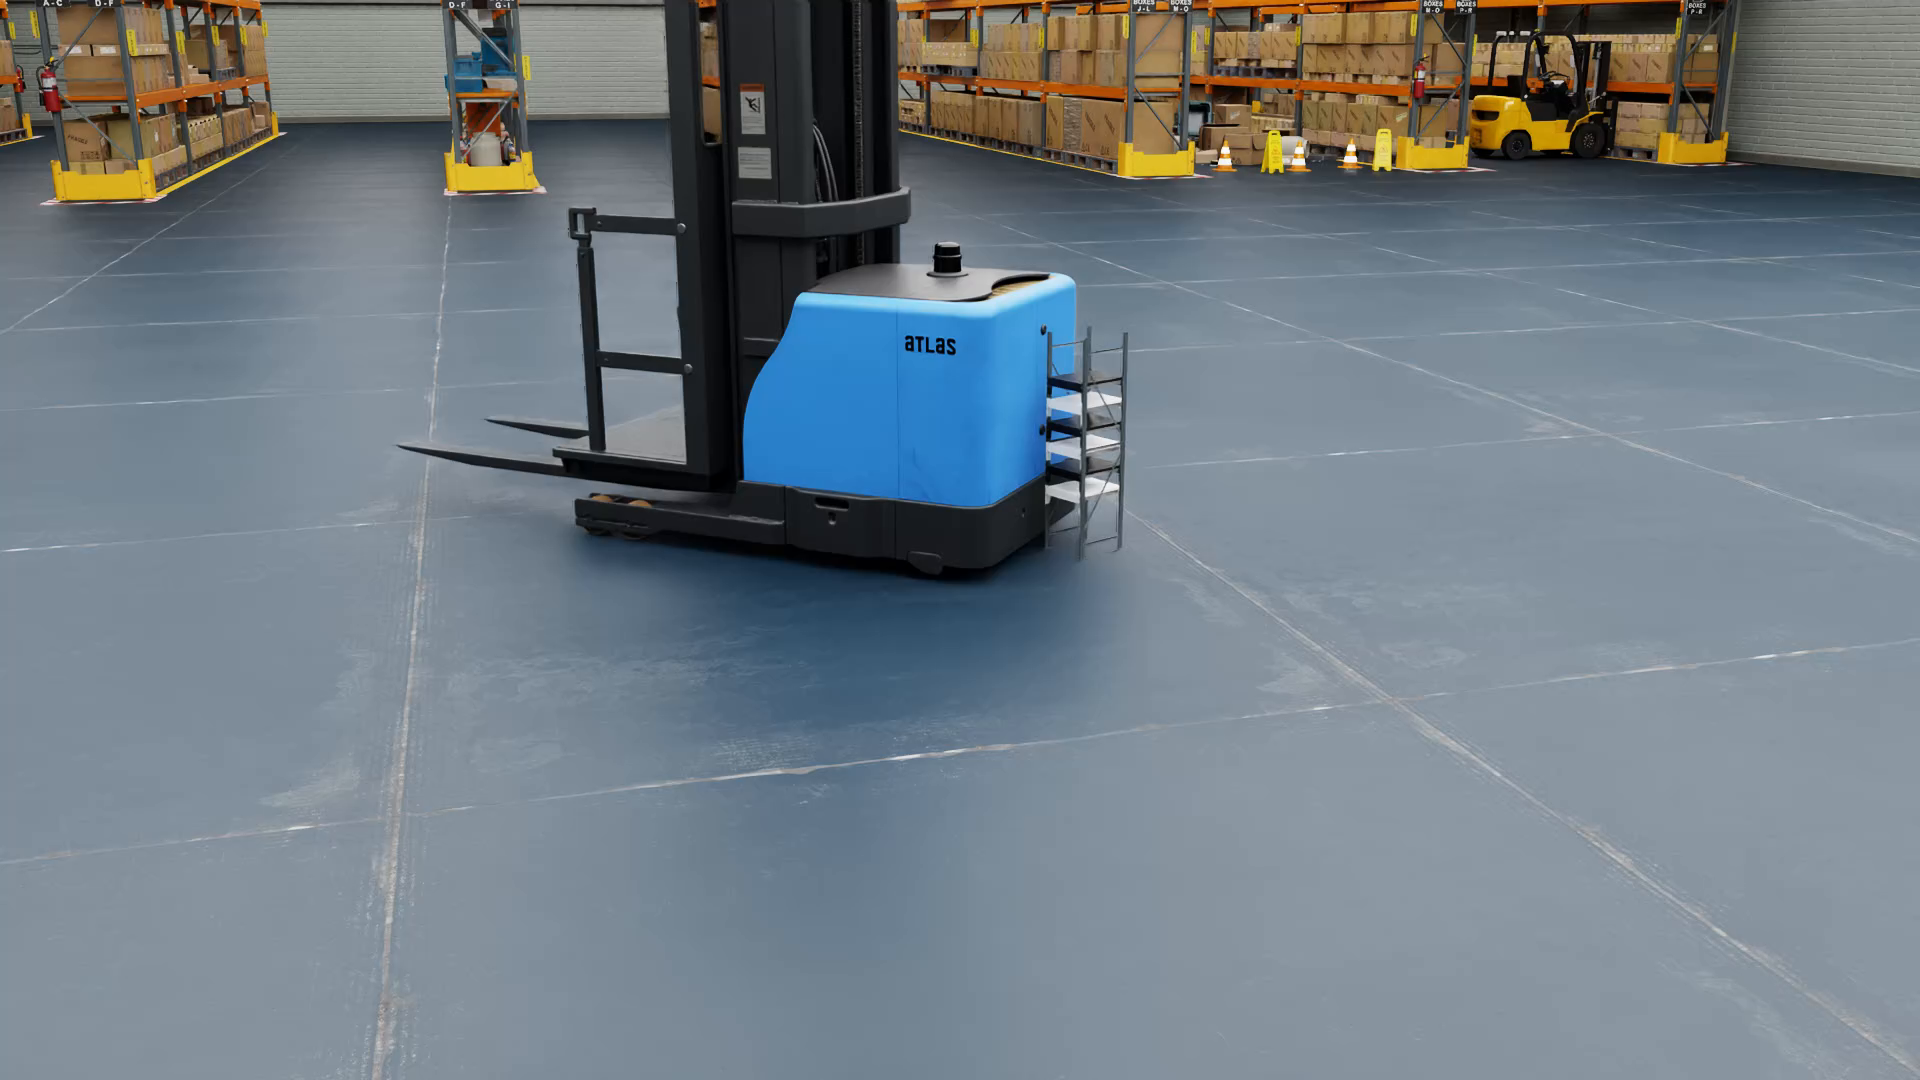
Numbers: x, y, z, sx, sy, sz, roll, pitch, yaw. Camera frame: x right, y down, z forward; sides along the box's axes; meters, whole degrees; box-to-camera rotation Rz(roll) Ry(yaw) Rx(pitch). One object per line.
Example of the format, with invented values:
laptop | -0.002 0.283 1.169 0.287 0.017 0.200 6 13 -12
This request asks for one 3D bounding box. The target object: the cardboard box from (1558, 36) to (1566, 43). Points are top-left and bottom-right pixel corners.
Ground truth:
cardboard box | 11.414 -9.355 31.064 0.380 0.149 0.250 -4 17 -14

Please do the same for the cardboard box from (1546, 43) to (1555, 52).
cardboard box | 11.271 -9.279 31.328 0.380 0.149 0.250 -5 17 -16

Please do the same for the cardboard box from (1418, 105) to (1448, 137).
cardboard box | 7.801 -7.025 27.870 0.500 0.500 0.500 -5 18 -17

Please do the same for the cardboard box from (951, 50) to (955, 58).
cardboard box | 0.042 -9.863 33.761 0.380 0.149 0.250 -5 17 -15

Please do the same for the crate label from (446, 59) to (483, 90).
crate label | -7.293 -6.859 24.512 0.502 0.435 0.616 -5 17 -15

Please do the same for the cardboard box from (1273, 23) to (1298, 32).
cardboard box | 6.119 -9.638 31.274 0.380 0.149 0.250 -5 17 -17

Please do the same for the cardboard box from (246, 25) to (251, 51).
cardboard box | -14.590 -10.105 33.468 0.500 0.500 0.500 -5 18 -17

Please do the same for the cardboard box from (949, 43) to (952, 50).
cardboard box | -0.018 -10.071 33.938 0.380 0.149 0.250 -5 17 -15

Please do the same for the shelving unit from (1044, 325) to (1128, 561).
shelving unit | 0.504 -0.390 6.685 0.258 0.900 0.210 -14 22 -38

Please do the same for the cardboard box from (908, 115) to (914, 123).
cardboard box | -0.986 -9.633 38.034 0.380 0.149 0.250 -5 17 -15

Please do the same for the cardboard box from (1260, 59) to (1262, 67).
cardboard box | 6.018 -9.202 32.078 0.380 0.149 0.250 -5 18 -17

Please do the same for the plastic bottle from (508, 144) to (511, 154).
plastic bottle | -6.820 -5.880 25.290 0.097 0.271 0.097 0 17 0

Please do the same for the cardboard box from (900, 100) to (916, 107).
cardboard box | -1.195 -10.199 38.883 0.380 0.149 0.250 -4 17 -13

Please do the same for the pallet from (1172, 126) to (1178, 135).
pallet | 5.089 -8.968 36.440 1.003 0.211 1.213 -5 17 -15

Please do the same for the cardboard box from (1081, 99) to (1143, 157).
cardboard box | 2.538 -6.720 27.071 0.875 0.875 0.875 -5 17 -16

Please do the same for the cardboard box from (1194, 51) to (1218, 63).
cardboard box | 5.188 -10.024 34.501 0.500 0.250 0.500 -5 17 -15

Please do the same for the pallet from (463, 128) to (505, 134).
pallet | -10.064 -8.539 35.011 1.003 0.211 1.213 -5 17 -15

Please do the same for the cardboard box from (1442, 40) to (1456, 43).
cardboard box | 10.346 -10.540 35.922 0.500 0.500 0.500 -4 17 -13

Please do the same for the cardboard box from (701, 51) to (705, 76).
cardboard box | -5.037 -9.827 34.281 0.500 0.500 0.500 -5 17 -15

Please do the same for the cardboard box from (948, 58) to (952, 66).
cardboard box | -0.022 -9.788 34.029 0.380 0.149 0.250 -5 18 -18

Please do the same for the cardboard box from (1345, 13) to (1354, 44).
cardboard box | 7.039 -8.745 28.424 0.700 0.500 0.500 -5 17 -16

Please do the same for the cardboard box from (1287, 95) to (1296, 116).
cardboard box | 8.462 -10.783 41.249 0.500 0.500 0.500 -4 17 -14

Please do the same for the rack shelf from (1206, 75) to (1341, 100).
rack shelf | 6.115 -8.845 32.434 1.077 0.370 4.000 -5 17 -15

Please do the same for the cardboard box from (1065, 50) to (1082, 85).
cardboard box | 2.254 -7.879 27.706 0.875 0.550 0.550 -5 17 -15

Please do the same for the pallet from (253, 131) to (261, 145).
pallet | -14.776 -8.138 33.677 1.003 0.211 1.213 -5 17 -15

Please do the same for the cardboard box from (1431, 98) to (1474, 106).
cardboard box | 10.495 -9.026 35.185 0.875 0.625 0.625 -4 17 -13

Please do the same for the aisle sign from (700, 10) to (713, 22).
aisle sign | -5.893 -12.461 38.702 0.394 0.787 0.004 -5 17 -15

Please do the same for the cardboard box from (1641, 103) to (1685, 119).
cardboard box | 12.109 -7.389 28.648 0.500 0.250 0.500 -4 17 -13

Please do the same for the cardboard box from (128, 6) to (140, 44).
cardboard box | -11.710 -7.062 22.821 0.700 0.500 0.500 -5 17 -15

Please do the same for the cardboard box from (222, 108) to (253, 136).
cardboard box | -14.177 -8.183 32.560 0.500 0.500 0.500 -5 17 -16

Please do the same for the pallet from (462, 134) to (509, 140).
pallet | -9.314 -7.784 32.498 1.003 0.211 1.213 -5 17 -15

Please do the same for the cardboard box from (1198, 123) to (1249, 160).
cardboard box | 4.582 -6.943 28.955 0.797 0.637 0.503 -5 17 -15

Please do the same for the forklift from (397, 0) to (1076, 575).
forklift | -1.067 -1.532 6.956 3.031 2.935 1.130 7 18 23

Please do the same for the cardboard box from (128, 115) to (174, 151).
cardboard box | -11.785 -5.926 24.211 0.500 0.500 0.500 -5 17 -15

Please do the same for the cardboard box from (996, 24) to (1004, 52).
cardboard box | 1.088 -9.585 31.736 0.700 0.500 0.500 -5 17 -16

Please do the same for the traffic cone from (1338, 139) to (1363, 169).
traffic cone | 6.405 -6.332 27.227 0.336 0.463 0.334 -5 17 -15

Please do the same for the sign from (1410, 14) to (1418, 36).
sign | 7.225 -8.197 26.465 0.100 0.325 0.005 -5 17 -15

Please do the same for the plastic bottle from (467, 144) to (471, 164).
plastic bottle | -7.394 -5.818 25.064 0.061 0.283 0.133 -5 17 -15

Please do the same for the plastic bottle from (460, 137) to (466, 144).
plastic bottle | -7.751 -6.095 25.868 0.144 0.351 0.185 -5 18 -18

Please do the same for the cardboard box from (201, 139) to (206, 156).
cardboard box | -12.547 -6.370 26.995 0.500 0.250 0.500 -5 18 -17

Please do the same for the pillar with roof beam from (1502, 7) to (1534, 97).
pillar with roof beam | 7.422 -12.380 32.522 9.100 9.000 0.400 -5 17 -15

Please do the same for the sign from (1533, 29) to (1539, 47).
sign | 10.917 -9.501 31.491 0.100 0.325 0.005 -5 17 -15

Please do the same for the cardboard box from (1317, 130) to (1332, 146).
cardboard box | 6.725 -7.189 29.721 0.500 0.250 0.500 -4 17 -12

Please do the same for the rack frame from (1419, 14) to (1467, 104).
rack frame | 10.337 -10.136 35.482 1.000 3.000 0.127 -5 17 -15

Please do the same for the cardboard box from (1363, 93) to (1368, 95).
cardboard box | 9.433 -10.149 38.014 0.380 0.149 0.250 -5 17 -15

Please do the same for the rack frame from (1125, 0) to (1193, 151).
rack frame | 3.032 -7.110 25.409 1.000 3.000 0.127 -5 17 -15

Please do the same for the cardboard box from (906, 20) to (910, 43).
cardboard box | -0.929 -11.493 37.570 0.500 0.500 0.500 -4 17 -14

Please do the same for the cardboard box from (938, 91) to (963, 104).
cardboard box | -0.168 -9.420 35.411 0.500 0.250 0.500 -4 17 -14

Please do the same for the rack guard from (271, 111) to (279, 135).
rack guard | -15.667 -9.172 36.616 1.175 0.500 0.348 -5 17 -15

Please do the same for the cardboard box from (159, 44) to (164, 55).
cardboard box | -11.969 -7.230 24.506 0.380 0.149 0.250 -5 17 -17

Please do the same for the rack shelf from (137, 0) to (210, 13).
rack shelf | -12.939 -8.716 26.790 1.077 0.370 4.000 -5 17 -15

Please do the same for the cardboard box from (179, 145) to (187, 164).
cardboard box | -12.052 -5.844 25.242 0.500 0.250 0.500 -5 17 -15

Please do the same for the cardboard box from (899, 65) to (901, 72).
cardboard box | -1.205 -11.017 38.850 0.380 0.149 0.250 -5 17 -16

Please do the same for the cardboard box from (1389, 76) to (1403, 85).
cardboard box | 7.279 -7.557 27.333 0.380 0.149 0.250 -5 17 -16
